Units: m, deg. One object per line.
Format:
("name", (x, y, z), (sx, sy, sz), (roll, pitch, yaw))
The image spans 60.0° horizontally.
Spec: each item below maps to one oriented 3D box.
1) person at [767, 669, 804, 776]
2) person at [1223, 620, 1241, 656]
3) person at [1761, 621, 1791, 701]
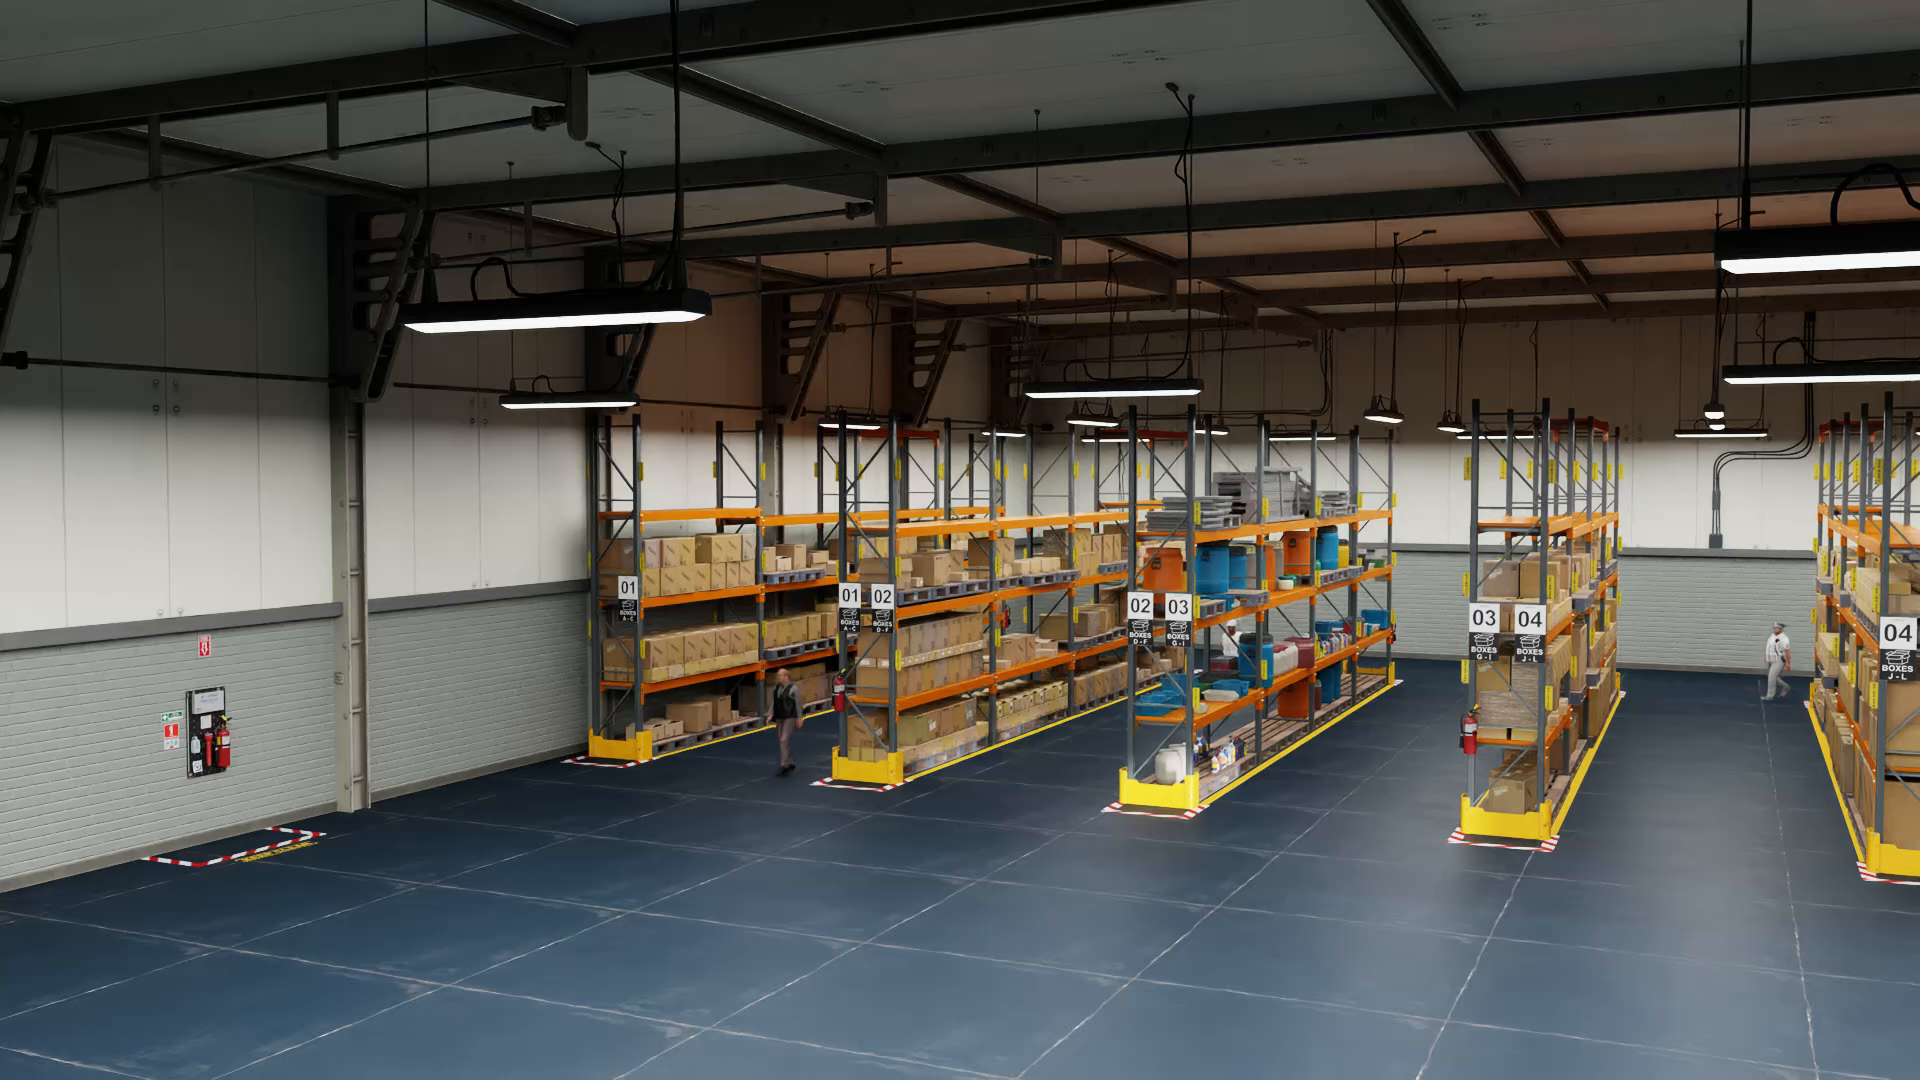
("person", (-2.973, 3.006, 27.648), (0.604, 1.717, 0.734), (2, 3, 41))
("person", (5.948, 2.618, 36.544), (0.582, 1.711, 1.003), (2, 3, 38))
("person", (17.844, 2.633, 36.281), (0.971, 1.727, 0.540), (-1, 2, -18))
